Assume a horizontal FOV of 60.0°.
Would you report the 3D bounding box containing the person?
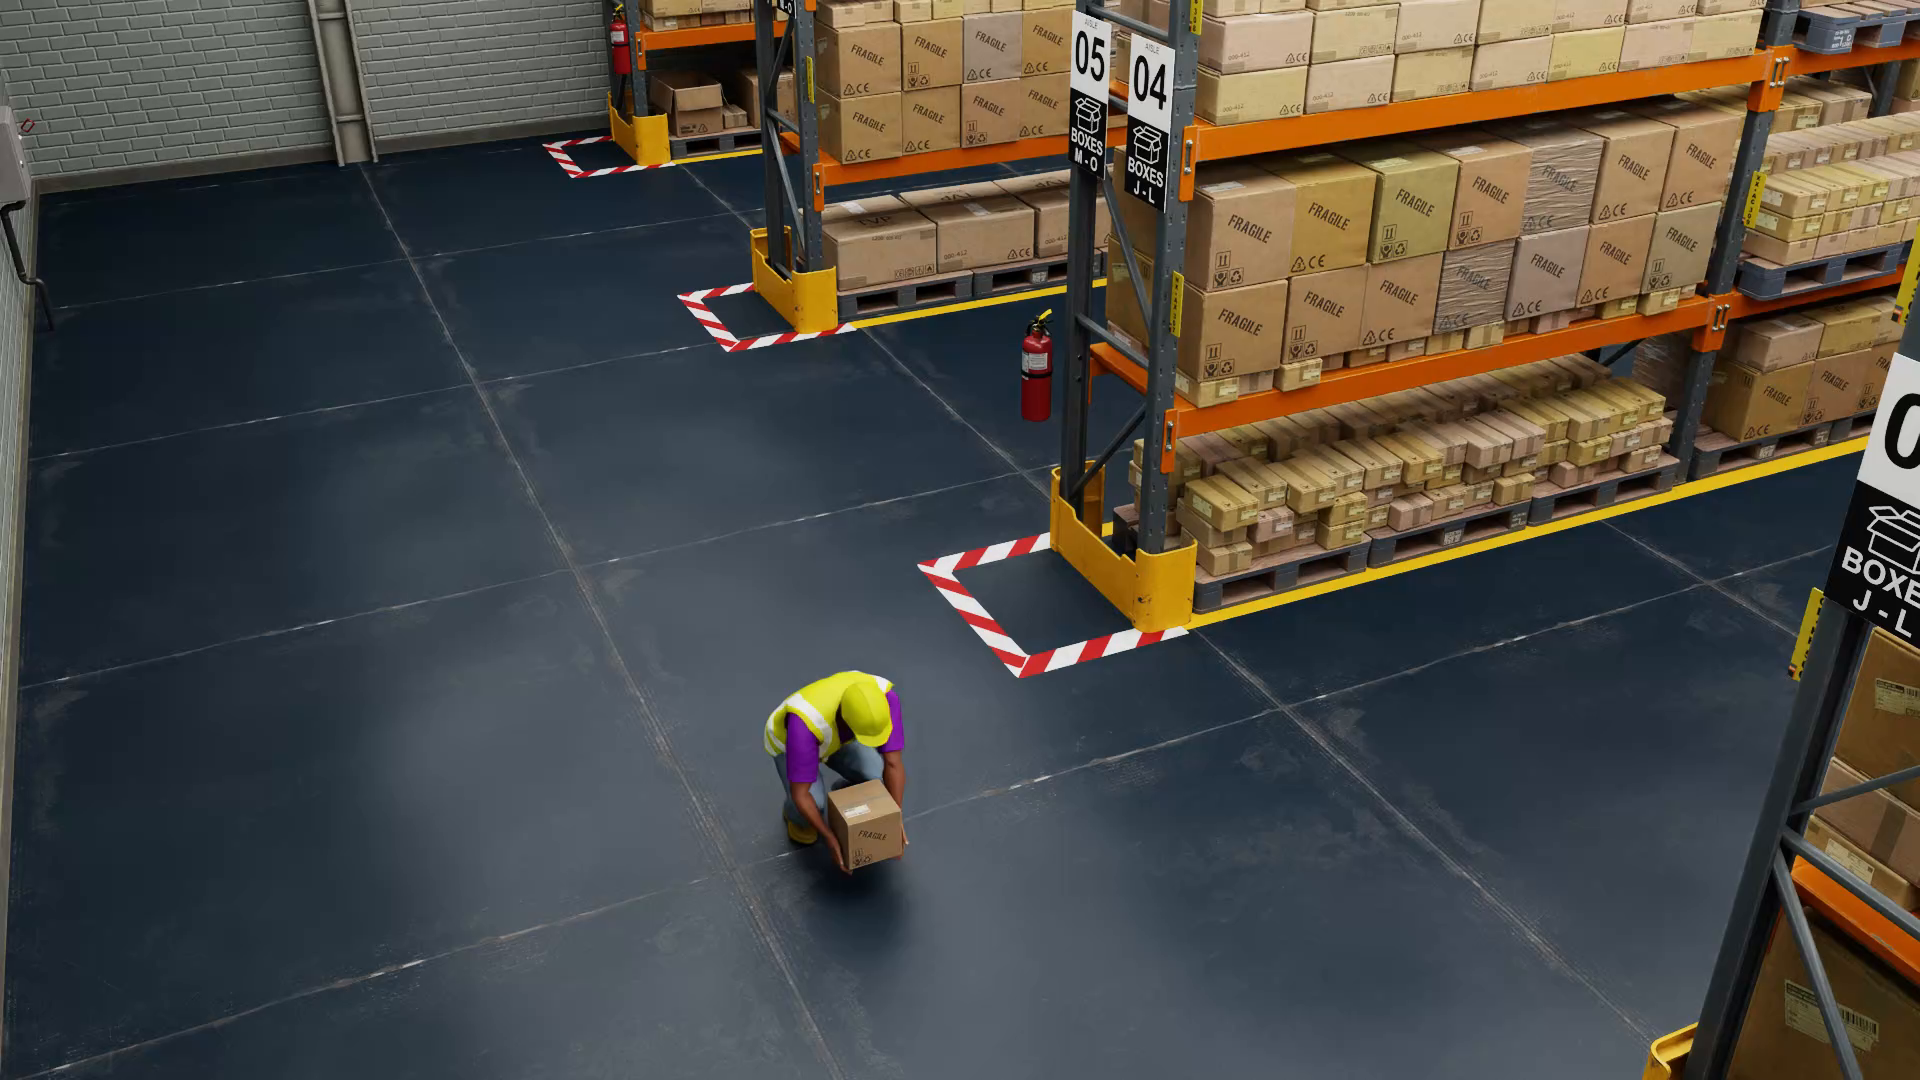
[{"bbox_3d":[-0.551,0.954,7.521,0.586,0.999,0.881,-13,32,-22],"label":"person"}]
